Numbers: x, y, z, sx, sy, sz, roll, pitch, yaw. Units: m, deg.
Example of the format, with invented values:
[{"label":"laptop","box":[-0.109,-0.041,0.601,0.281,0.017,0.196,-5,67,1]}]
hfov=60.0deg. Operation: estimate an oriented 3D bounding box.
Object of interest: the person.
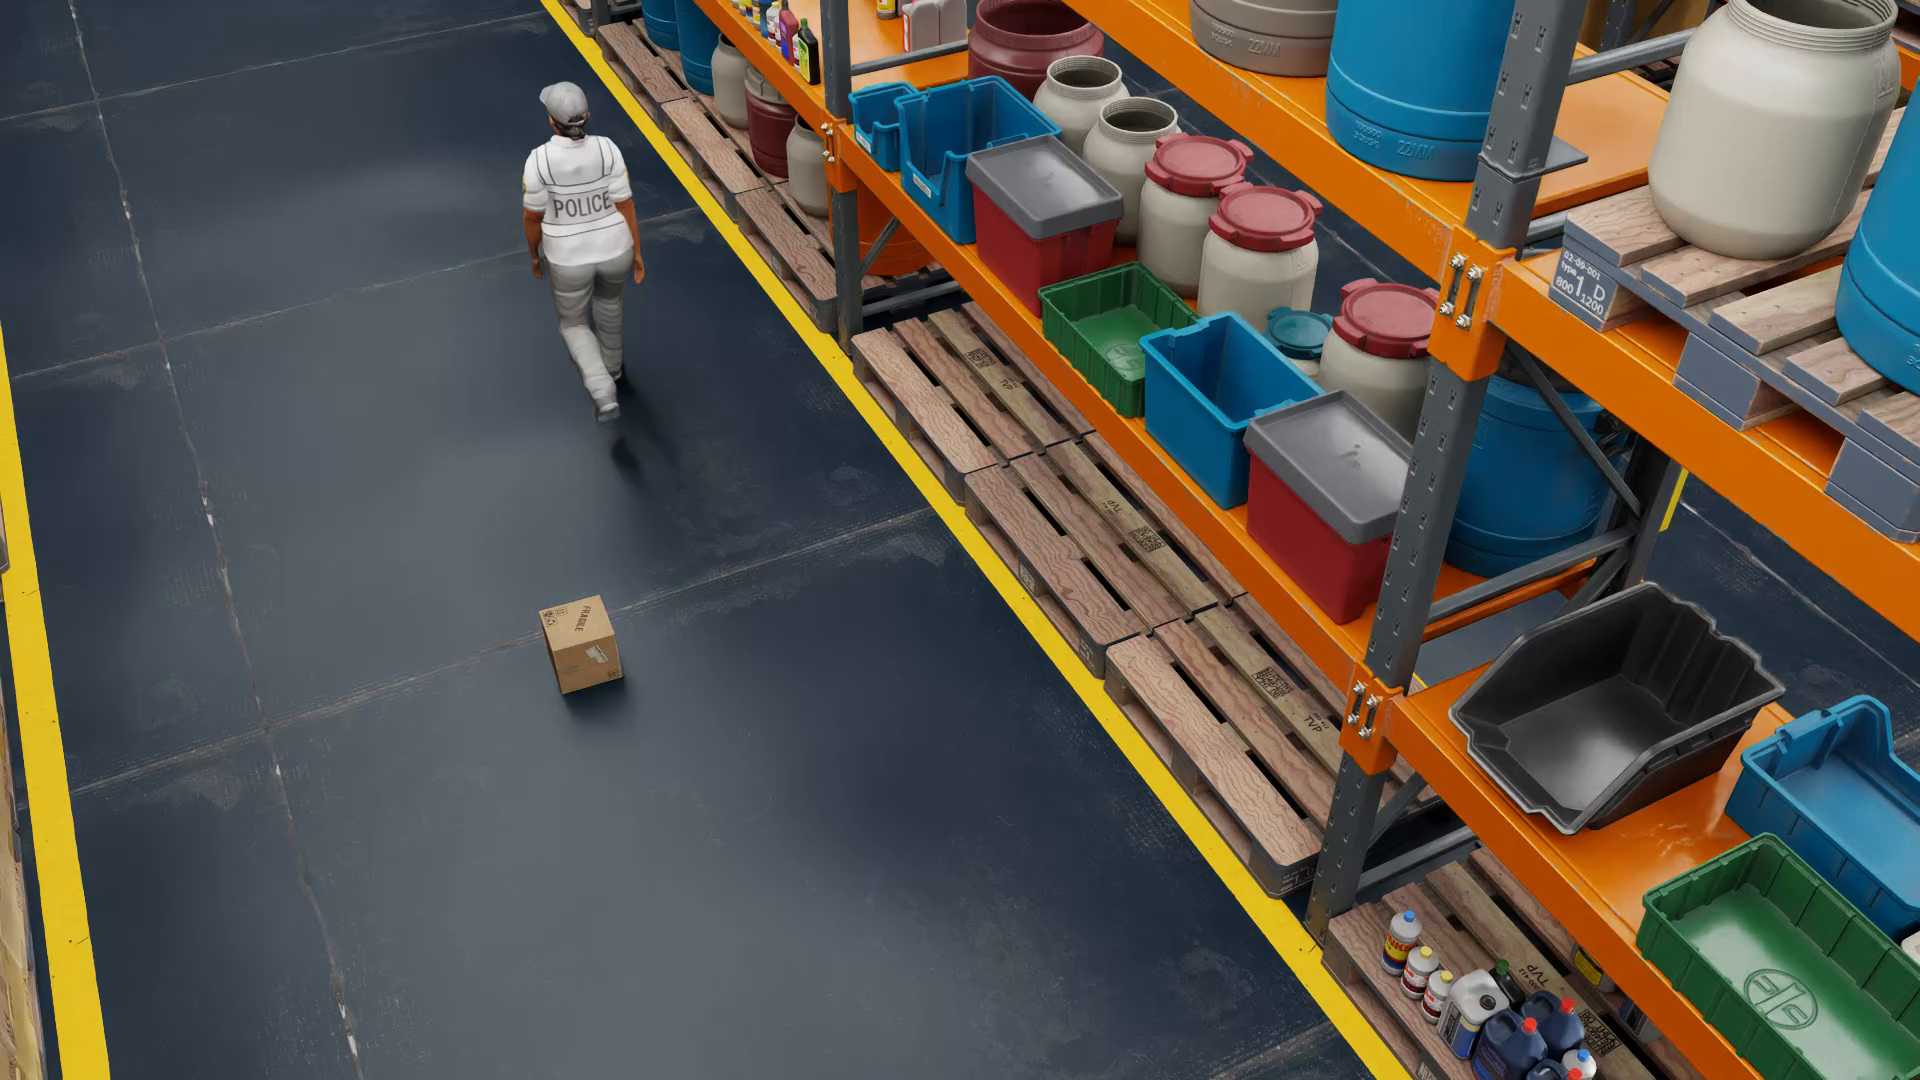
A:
[{"label":"person","box":[-1.707,-1.305,7.620,0.492,1.623,0.858,-16,44,-18]}]
